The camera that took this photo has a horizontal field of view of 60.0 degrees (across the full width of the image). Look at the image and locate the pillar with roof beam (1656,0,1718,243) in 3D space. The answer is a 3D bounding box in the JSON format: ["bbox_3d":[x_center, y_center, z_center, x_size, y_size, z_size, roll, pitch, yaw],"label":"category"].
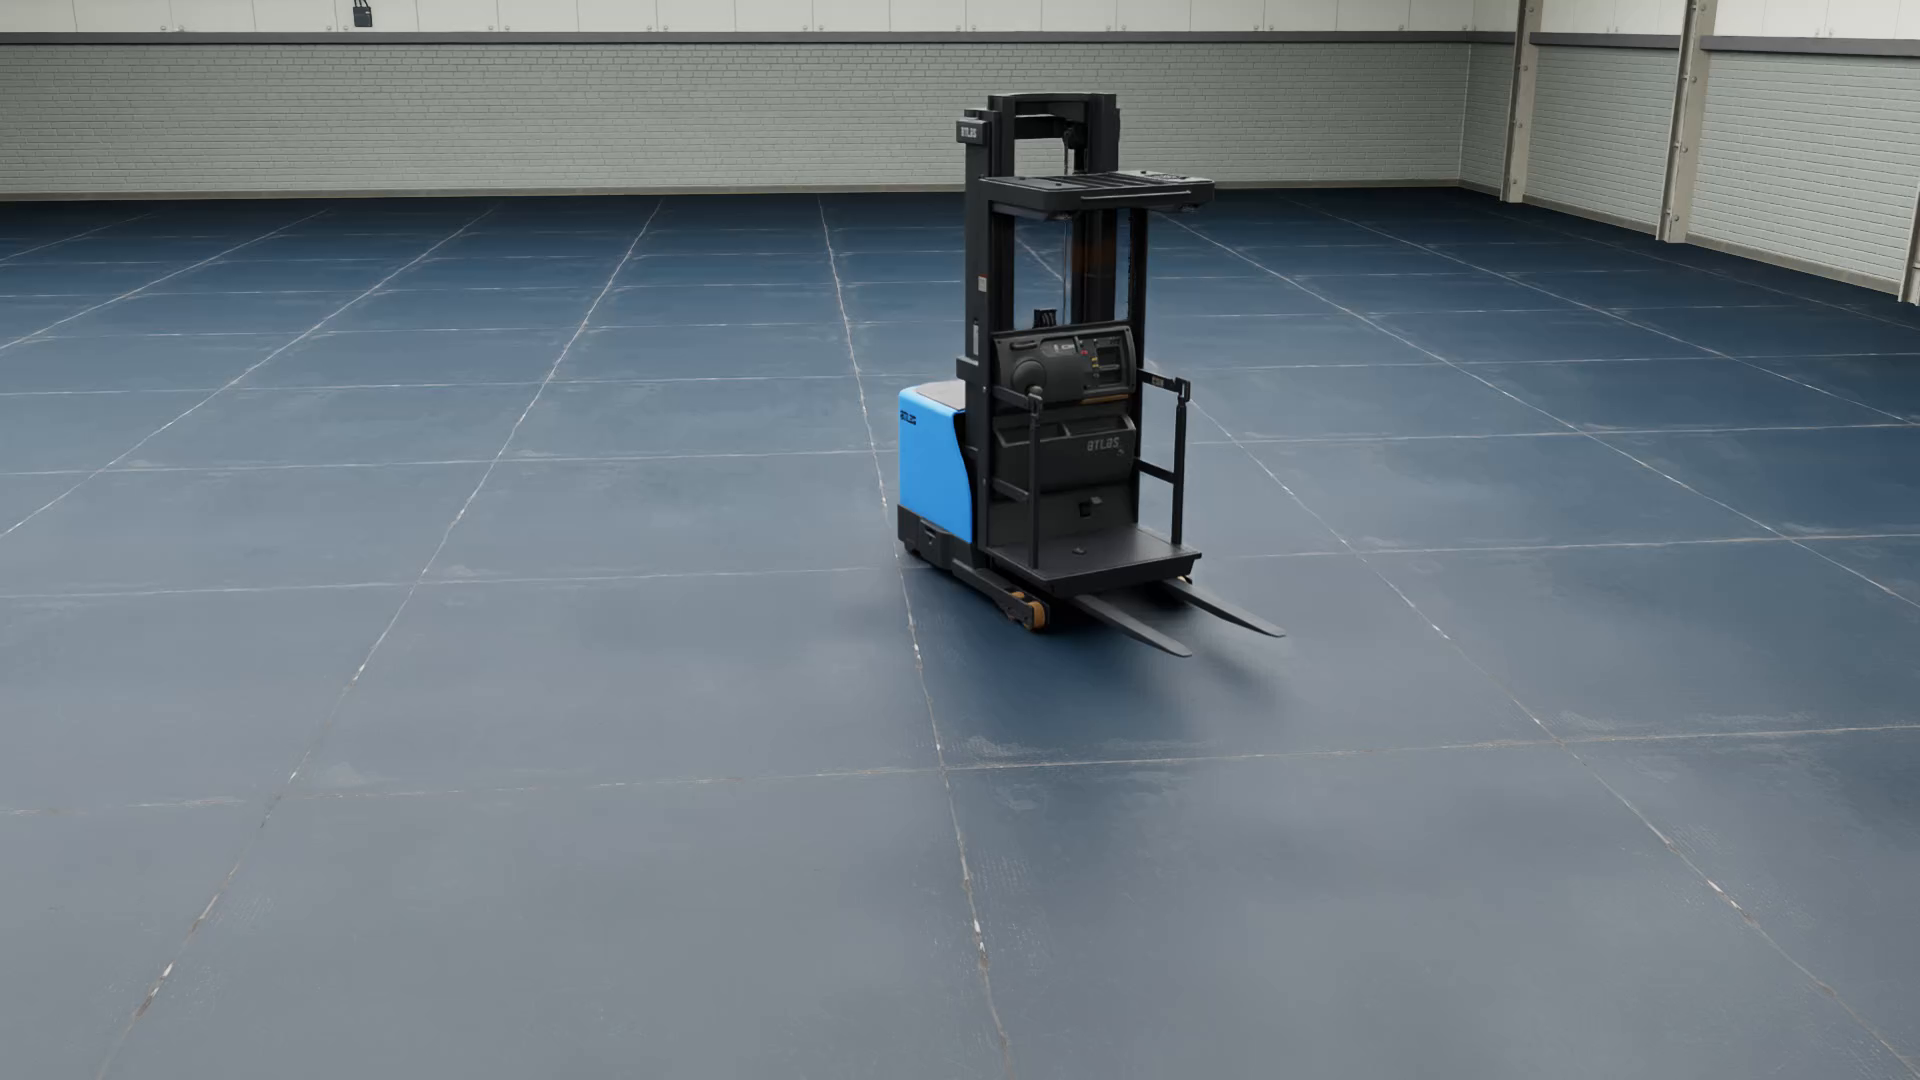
[{"bbox_3d":[6.898,-8.859,24.371,9.100,9.000,0.400,-2,18,-6],"label":"pillar with roof beam"}]

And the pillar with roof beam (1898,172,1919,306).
[{"bbox_3d":[7.517,-7.071,18.677,9.100,9.000,0.400,-2,18,-6],"label":"pillar with roof beam"}]

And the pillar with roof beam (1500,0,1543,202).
[{"bbox_3d":[6.279,-10.646,30.065,9.100,9.000,0.400,-2,18,-6],"label":"pillar with roof beam"}]

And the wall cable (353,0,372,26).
[{"bbox_3d":[-10.315,-12.636,30.725,2.305,6.003,0.169,-2,18,-6],"label":"wall cable"}]

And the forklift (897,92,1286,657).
[{"bbox_3d":[0.727,-1.035,9.580,1.130,2.935,3.031,-9,20,-27],"label":"forklift"}]
